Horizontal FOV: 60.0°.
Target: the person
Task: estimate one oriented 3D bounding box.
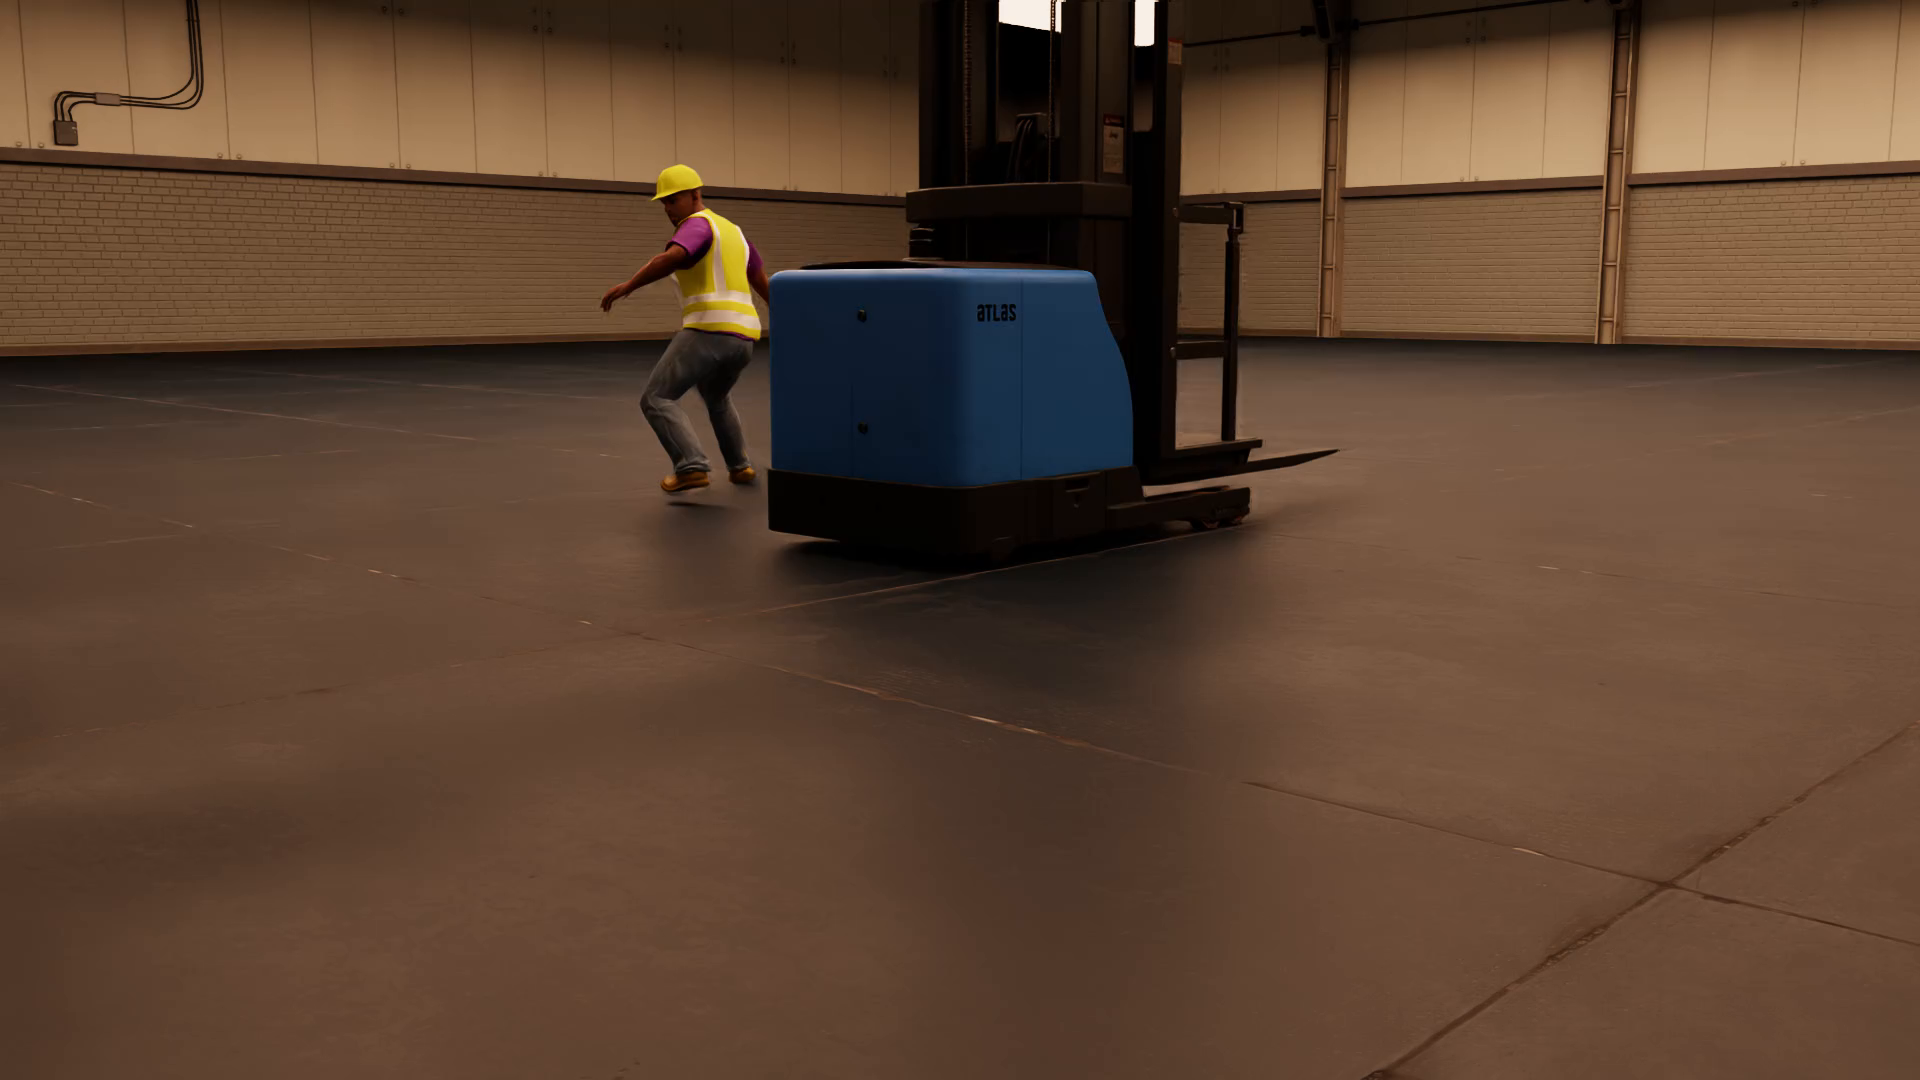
[{"bbox_3d":[-1.217,-0.973,8.206,0.568,1.723,1.153,4,9,24],"label":"person"}]

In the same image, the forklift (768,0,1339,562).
[{"bbox_3d":[0.605,-1.538,7.089,1.130,2.935,3.031,8,11,41],"label":"forklift"}]
